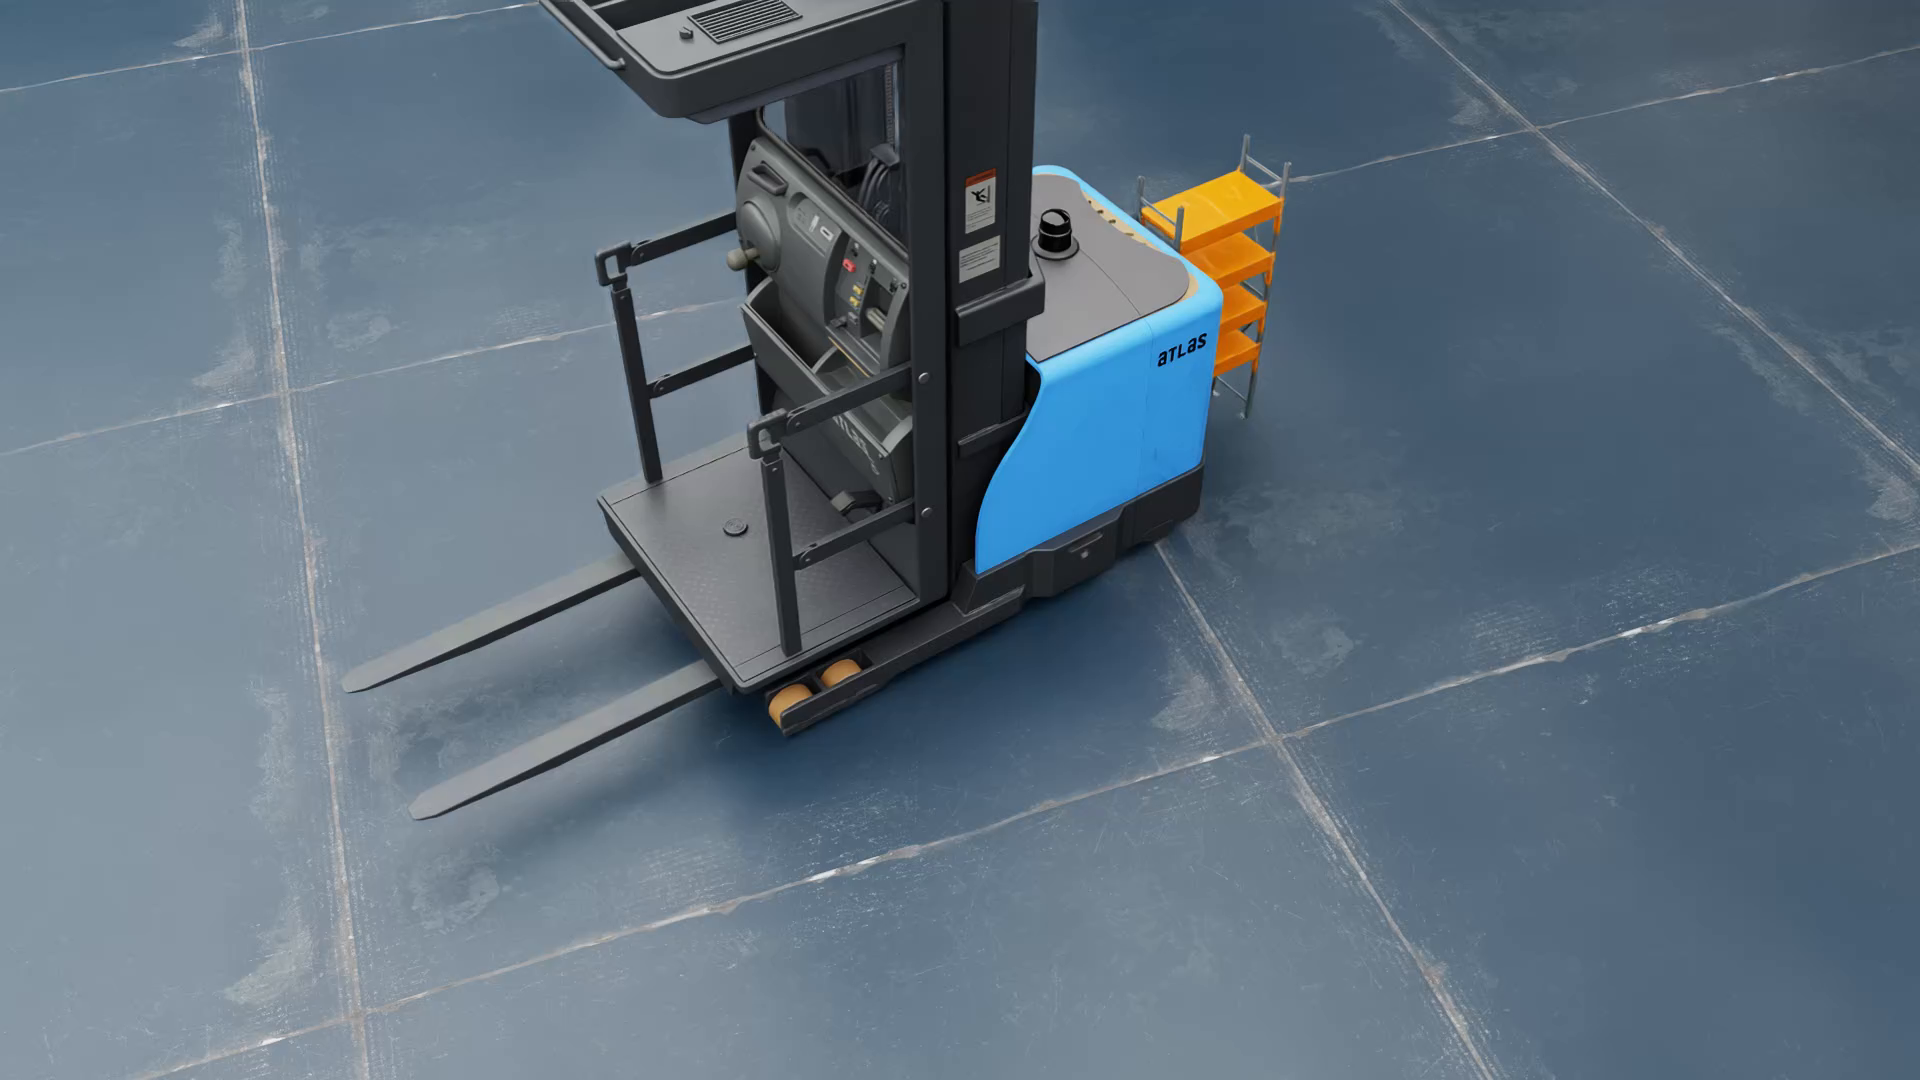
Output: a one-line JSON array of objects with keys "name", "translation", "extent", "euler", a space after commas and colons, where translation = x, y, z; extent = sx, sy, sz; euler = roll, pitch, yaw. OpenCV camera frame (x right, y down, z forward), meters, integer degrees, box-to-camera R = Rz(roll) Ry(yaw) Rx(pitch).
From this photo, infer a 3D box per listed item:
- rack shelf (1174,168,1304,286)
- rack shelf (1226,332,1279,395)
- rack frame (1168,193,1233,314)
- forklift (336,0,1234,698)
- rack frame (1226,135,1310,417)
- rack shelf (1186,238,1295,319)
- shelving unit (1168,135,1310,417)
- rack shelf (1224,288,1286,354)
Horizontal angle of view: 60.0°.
[{"name": "rack shelf", "translation": [0.991, -1.129, 5.973], "extent": [0.258, 0.148, 0.480], "euler": [31, 53, 27]}, {"name": "rack shelf", "translation": [0.991, -0.663, 6.439], "extent": [0.258, 0.148, 0.480], "euler": [31, 53, 27]}, {"name": "rack frame", "translation": [0.833, -0.720, 6.120], "extent": [0.240, 1.200, 0.015], "euler": [31, 53, 27]}, {"name": "forklift", "translation": [-0.662, -0.931, 5.109], "extent": [3.031, 2.935, 1.130], "euler": [-13, 47, -13]}, {"name": "rack frame", "translation": [1.149, -0.983, 6.382], "extent": [0.240, 1.200, 0.015], "euler": [31, 53, 27]}, {"name": "rack shelf", "translation": [0.991, -0.962, 6.140], "extent": [0.258, 0.148, 0.480], "euler": [31, 53, 27]}, {"name": "shelving unit", "translation": [0.991, -0.851, 6.251], "extent": [0.258, 1.200, 0.503], "euler": [31, 53, 27]}, {"name": "rack shelf", "translation": [0.991, -0.804, 6.299], "extent": [0.258, 0.148, 0.480], "euler": [31, 53, 27]}]
